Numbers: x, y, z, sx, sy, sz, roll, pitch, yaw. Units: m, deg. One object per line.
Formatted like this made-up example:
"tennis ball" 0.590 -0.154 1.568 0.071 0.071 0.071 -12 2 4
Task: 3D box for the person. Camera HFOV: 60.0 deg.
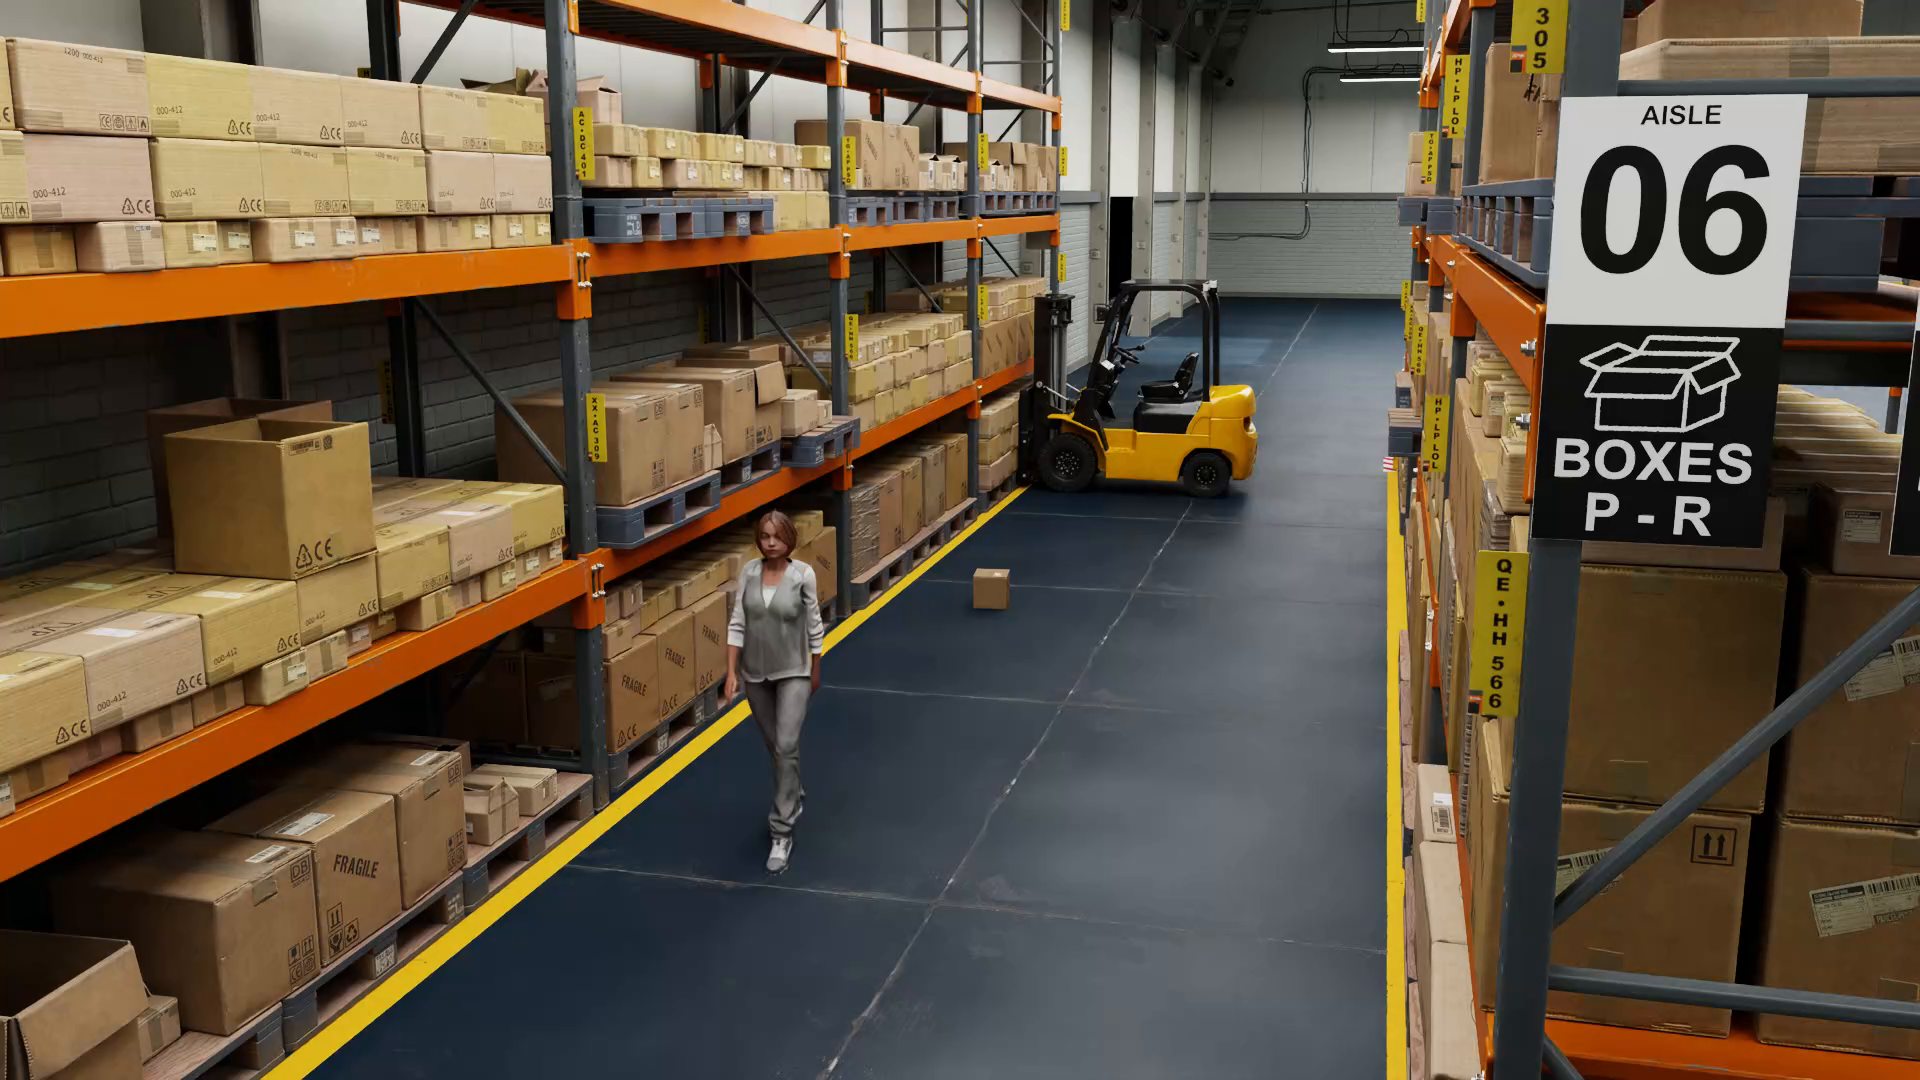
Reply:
"person" -0.879 0.672 7.769 0.408 1.616 0.728 3 12 14
